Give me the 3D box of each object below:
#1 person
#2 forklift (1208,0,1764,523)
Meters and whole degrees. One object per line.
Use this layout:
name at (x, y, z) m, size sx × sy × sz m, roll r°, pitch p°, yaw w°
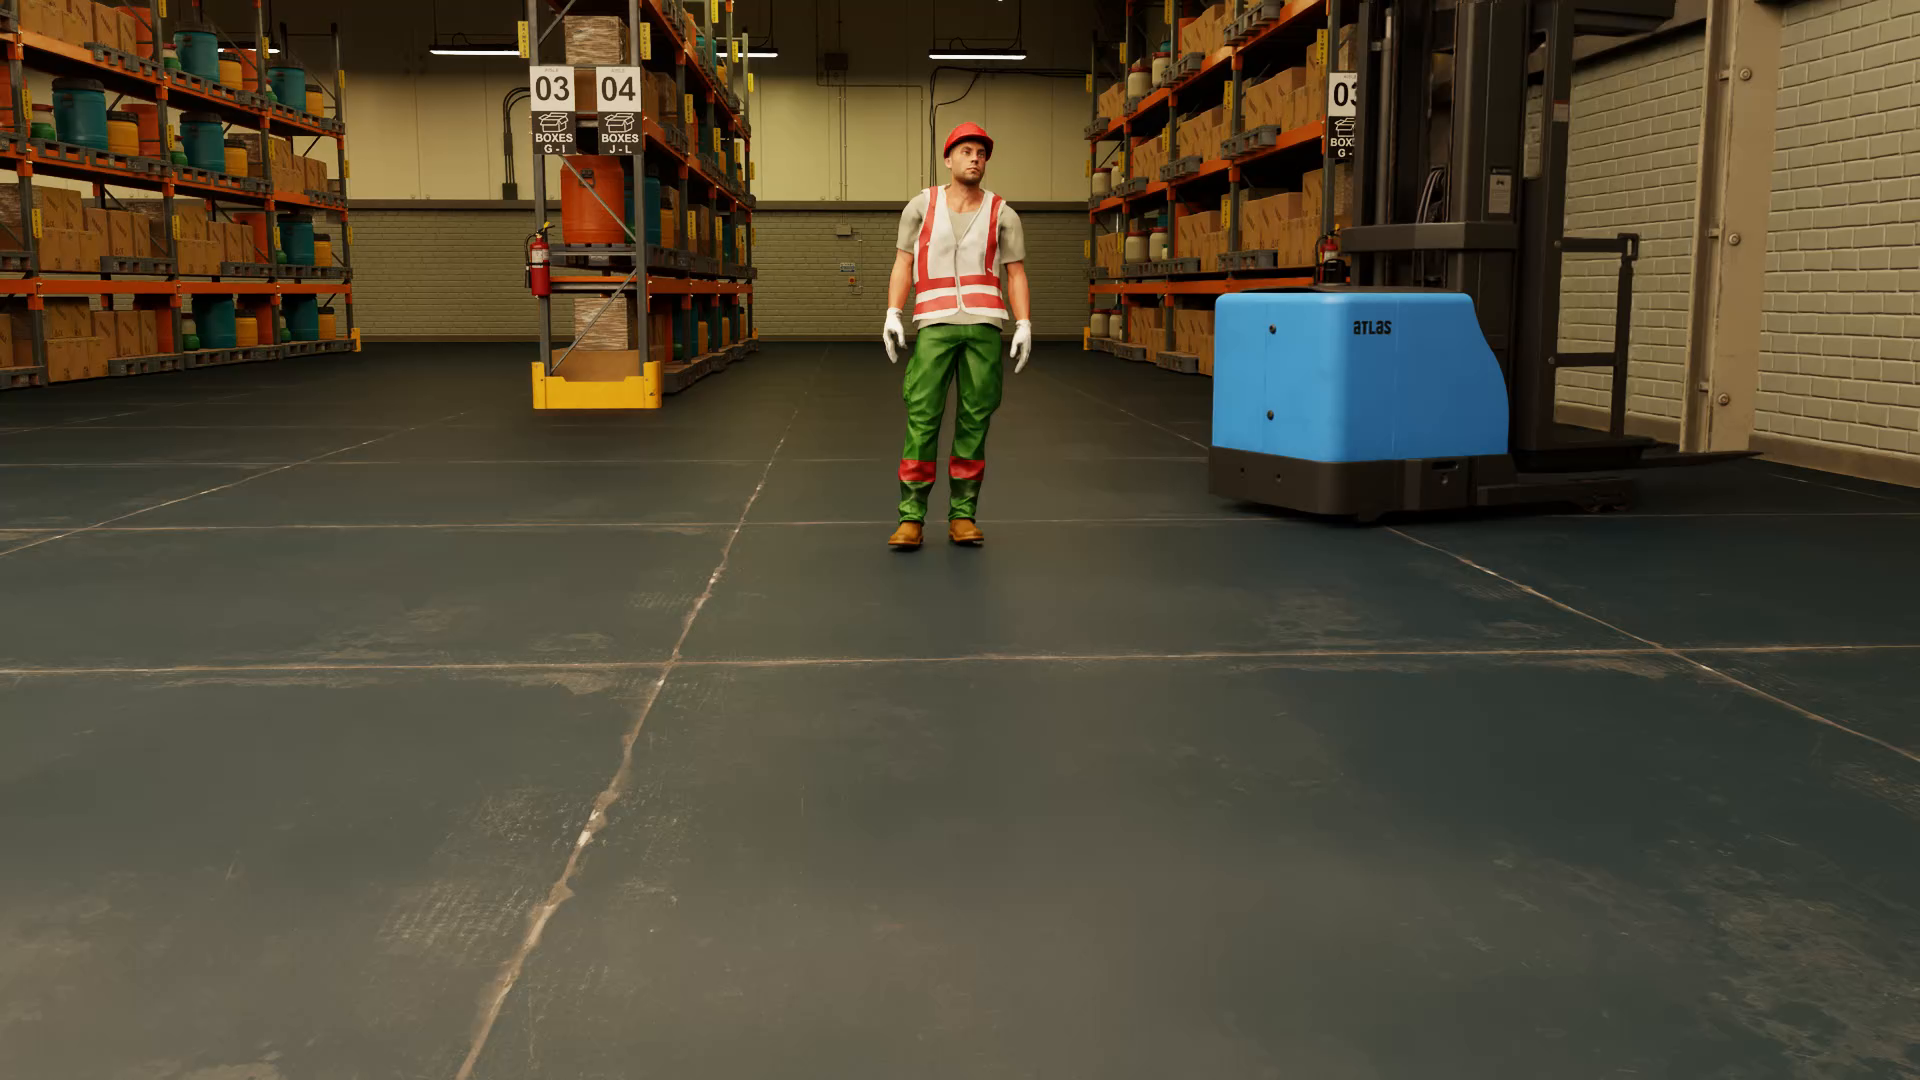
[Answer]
person at (-0.008, -0.881, 7.097) m, size 0.638 × 1.788 × 0.563 m, roll -1°, pitch 8°, yaw -4°
forklift at (2.819, -1.650, 8.445) m, size 3.031 × 2.935 × 1.130 m, roll -4°, pitch 9°, yaw -25°
